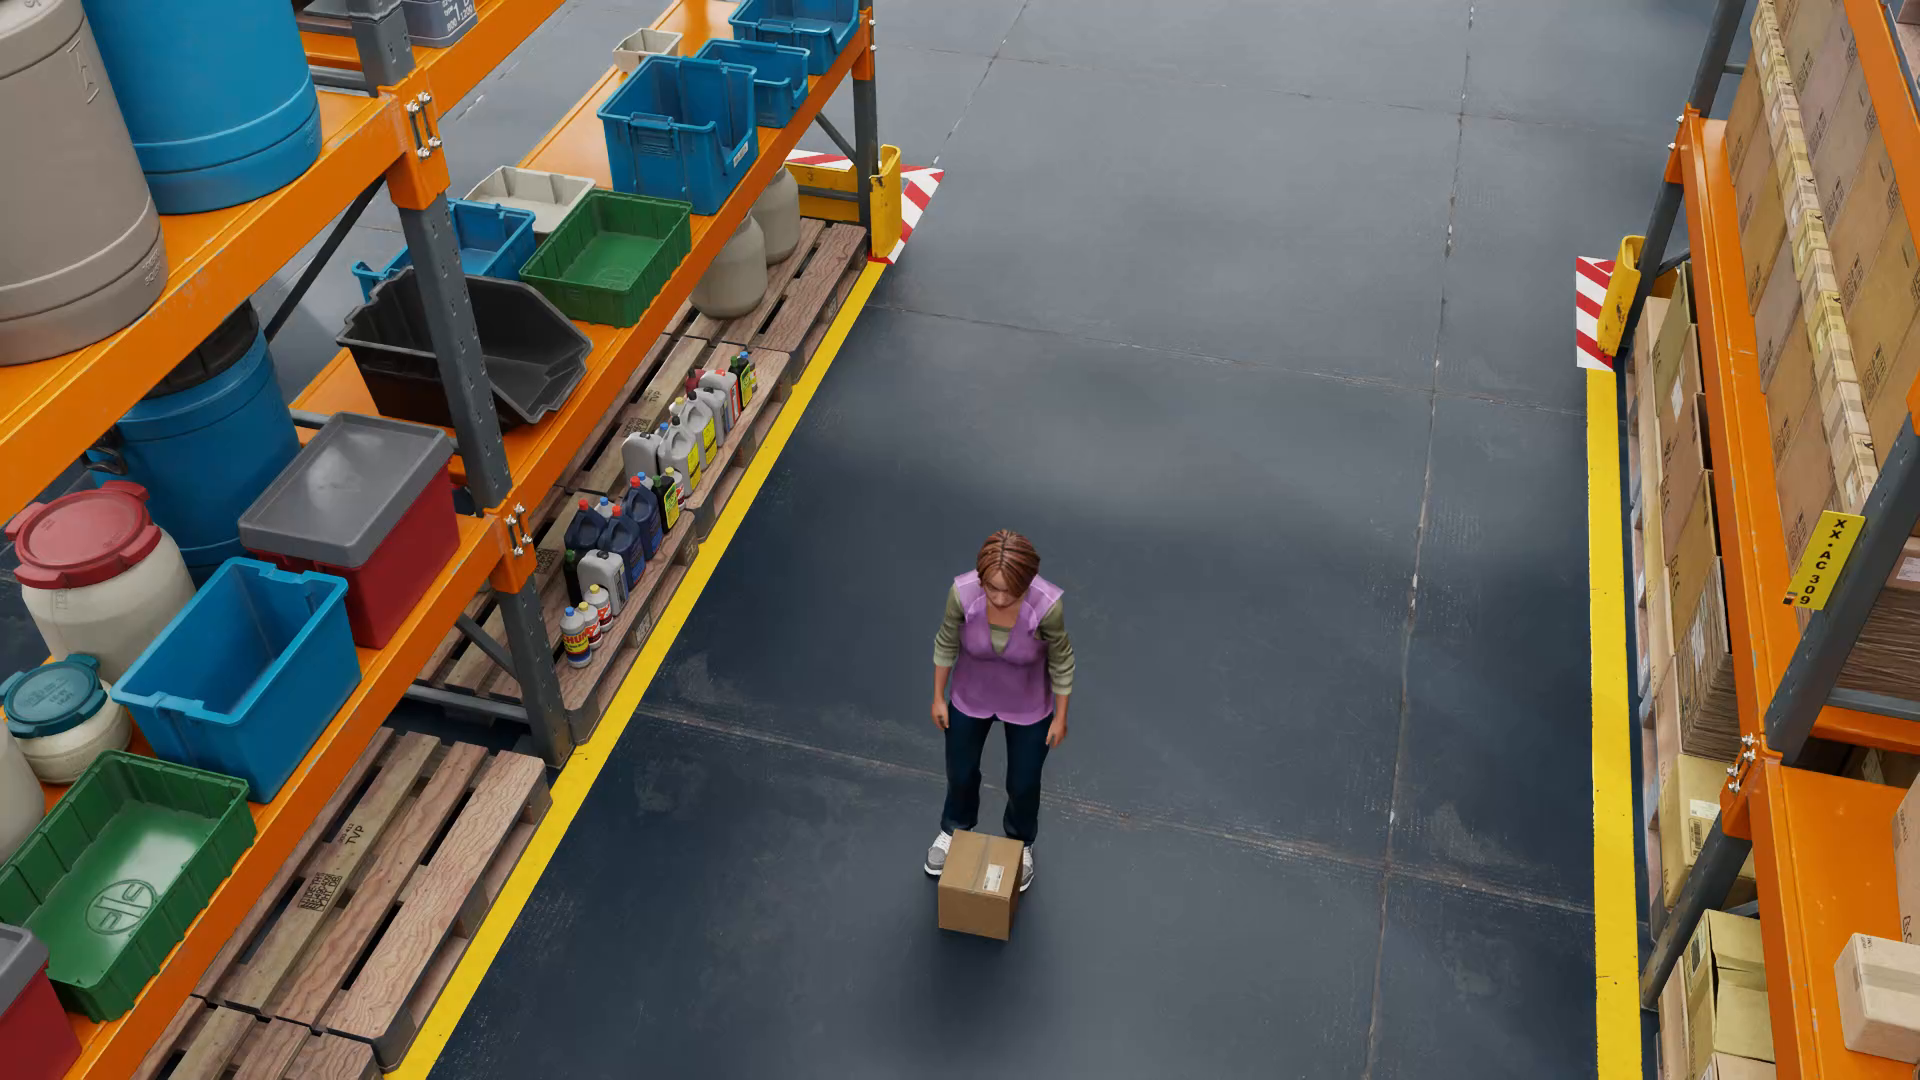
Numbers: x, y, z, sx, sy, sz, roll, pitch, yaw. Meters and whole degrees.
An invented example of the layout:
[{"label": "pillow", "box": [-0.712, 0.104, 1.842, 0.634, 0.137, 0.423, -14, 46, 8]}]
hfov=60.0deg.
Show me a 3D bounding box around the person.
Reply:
[{"label": "person", "box": [0.132, 0.551, 5.545, 0.484, 1.594, 0.340, 8, 42, 9]}]
